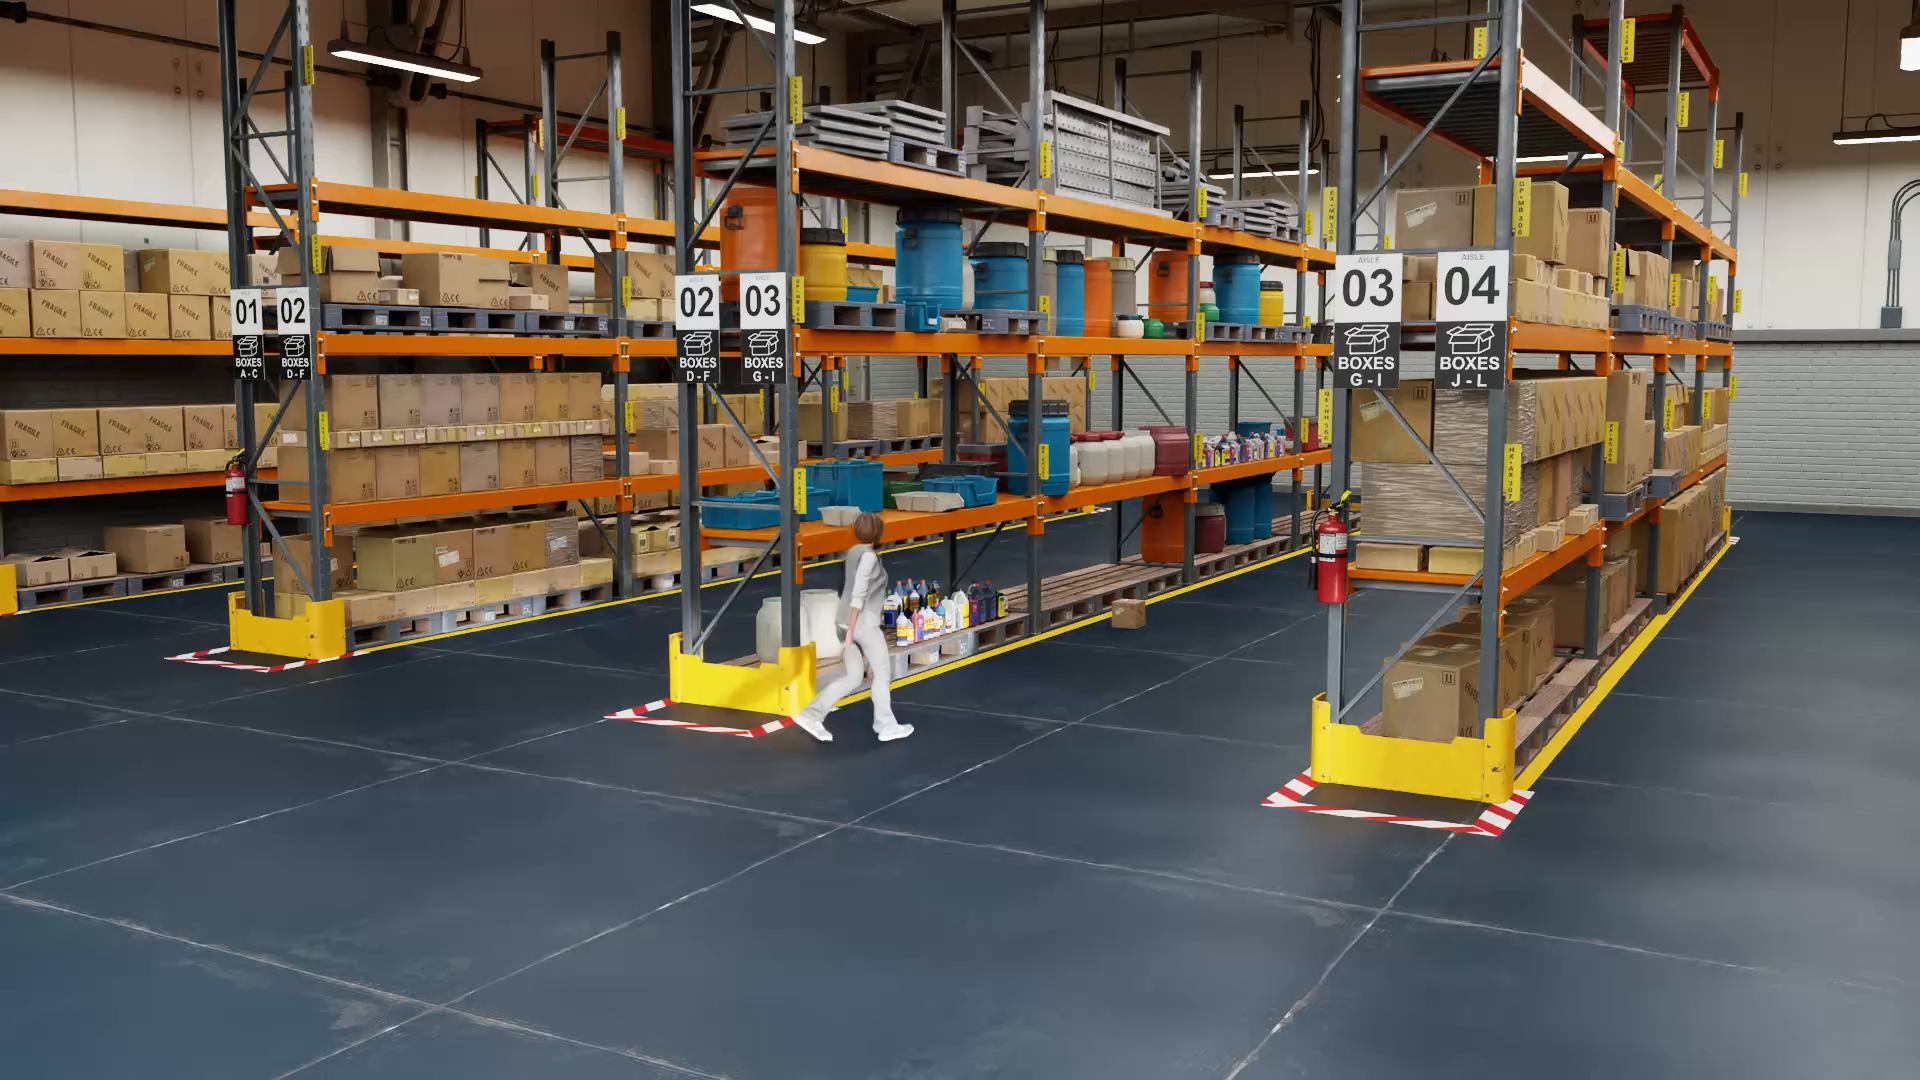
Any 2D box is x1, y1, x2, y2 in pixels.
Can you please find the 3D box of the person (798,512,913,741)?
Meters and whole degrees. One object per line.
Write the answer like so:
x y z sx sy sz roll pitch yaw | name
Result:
-0.716 0.586 11.160 0.840 1.546 0.460 -3 7 -26 | person
